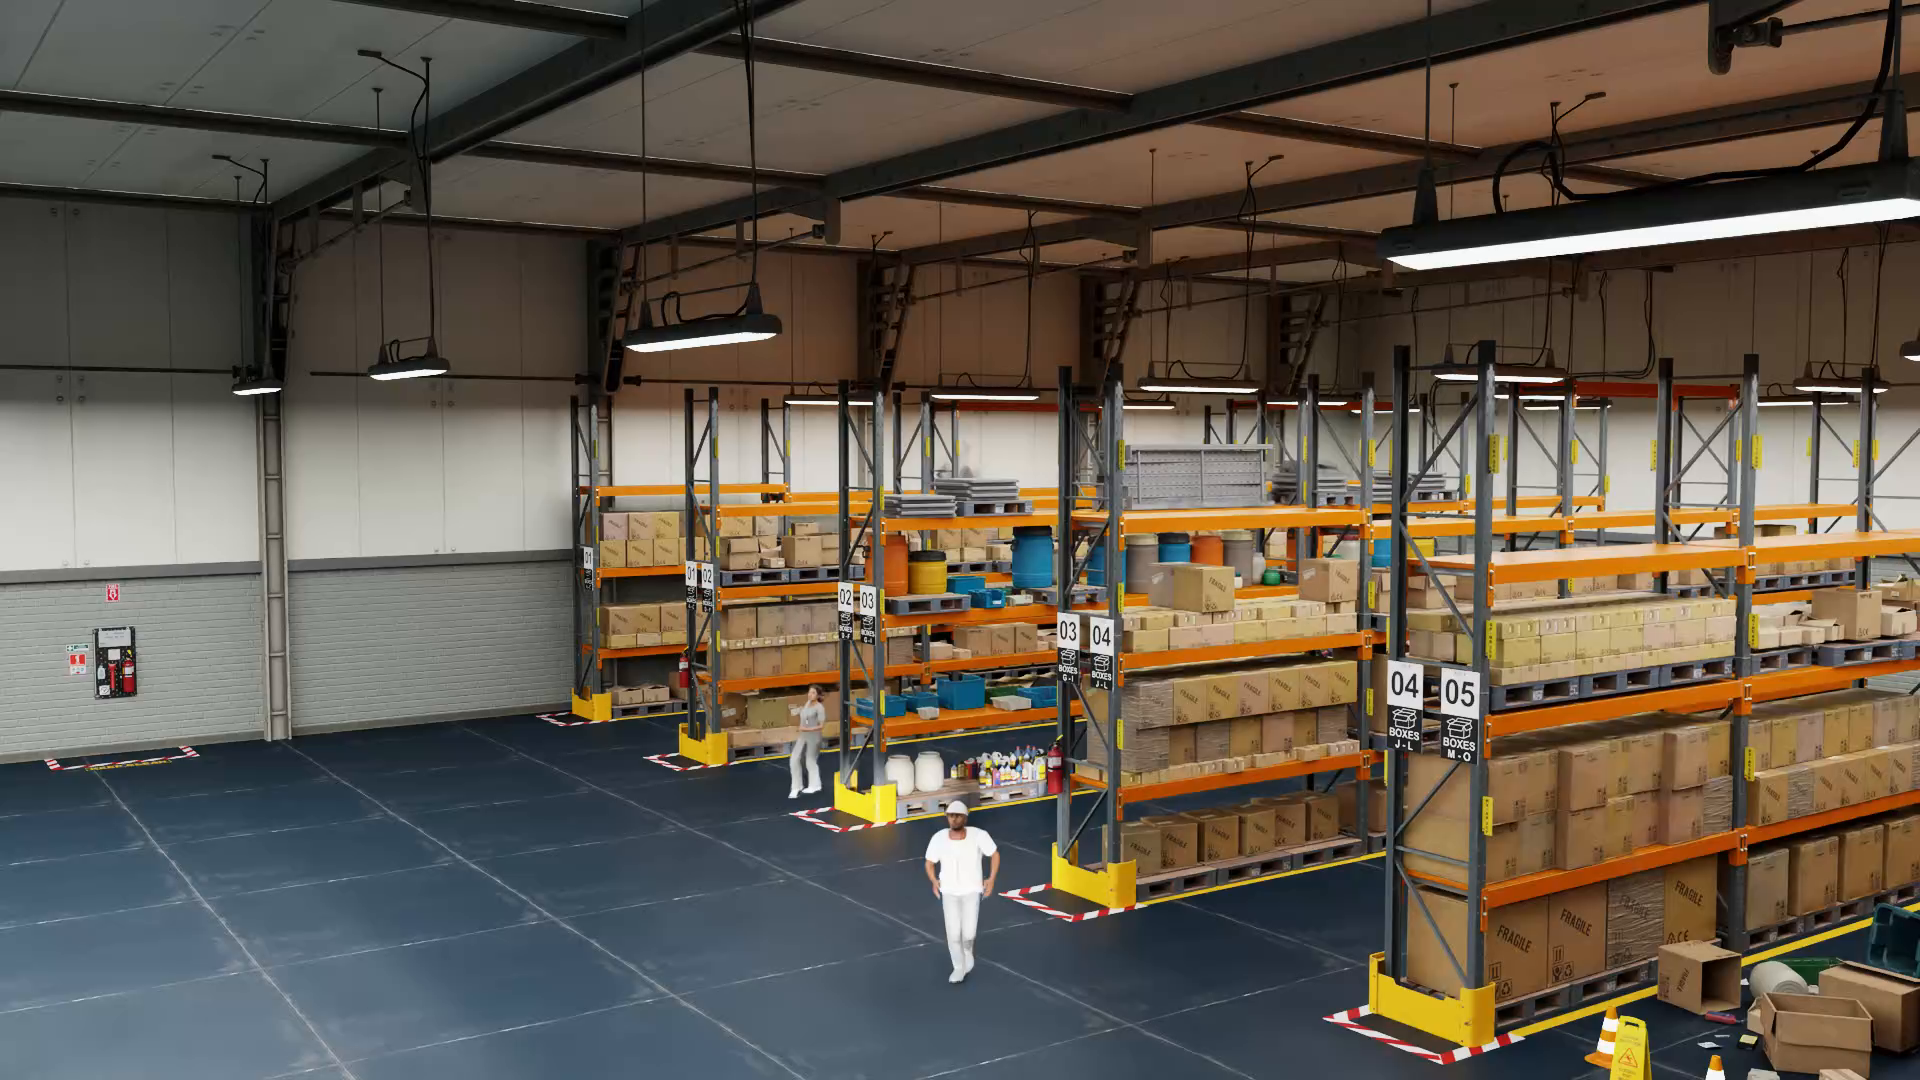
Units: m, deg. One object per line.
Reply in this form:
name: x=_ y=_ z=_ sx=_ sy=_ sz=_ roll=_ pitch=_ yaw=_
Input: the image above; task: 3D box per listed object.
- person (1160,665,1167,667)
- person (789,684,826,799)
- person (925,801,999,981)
person: x=3.293 y=2.551 z=28.718 sx=0.660 sy=1.790 sz=0.800 roll=3 pitch=5 yaw=43
person: x=-2.135 y=2.908 z=23.961 sx=0.571 sy=1.690 sz=0.652 roll=2 pitch=4 yaw=33
person: x=0.001 y=3.350 z=15.838 sx=0.708 sy=1.723 sz=0.517 roll=0 pitch=3 yaw=8
